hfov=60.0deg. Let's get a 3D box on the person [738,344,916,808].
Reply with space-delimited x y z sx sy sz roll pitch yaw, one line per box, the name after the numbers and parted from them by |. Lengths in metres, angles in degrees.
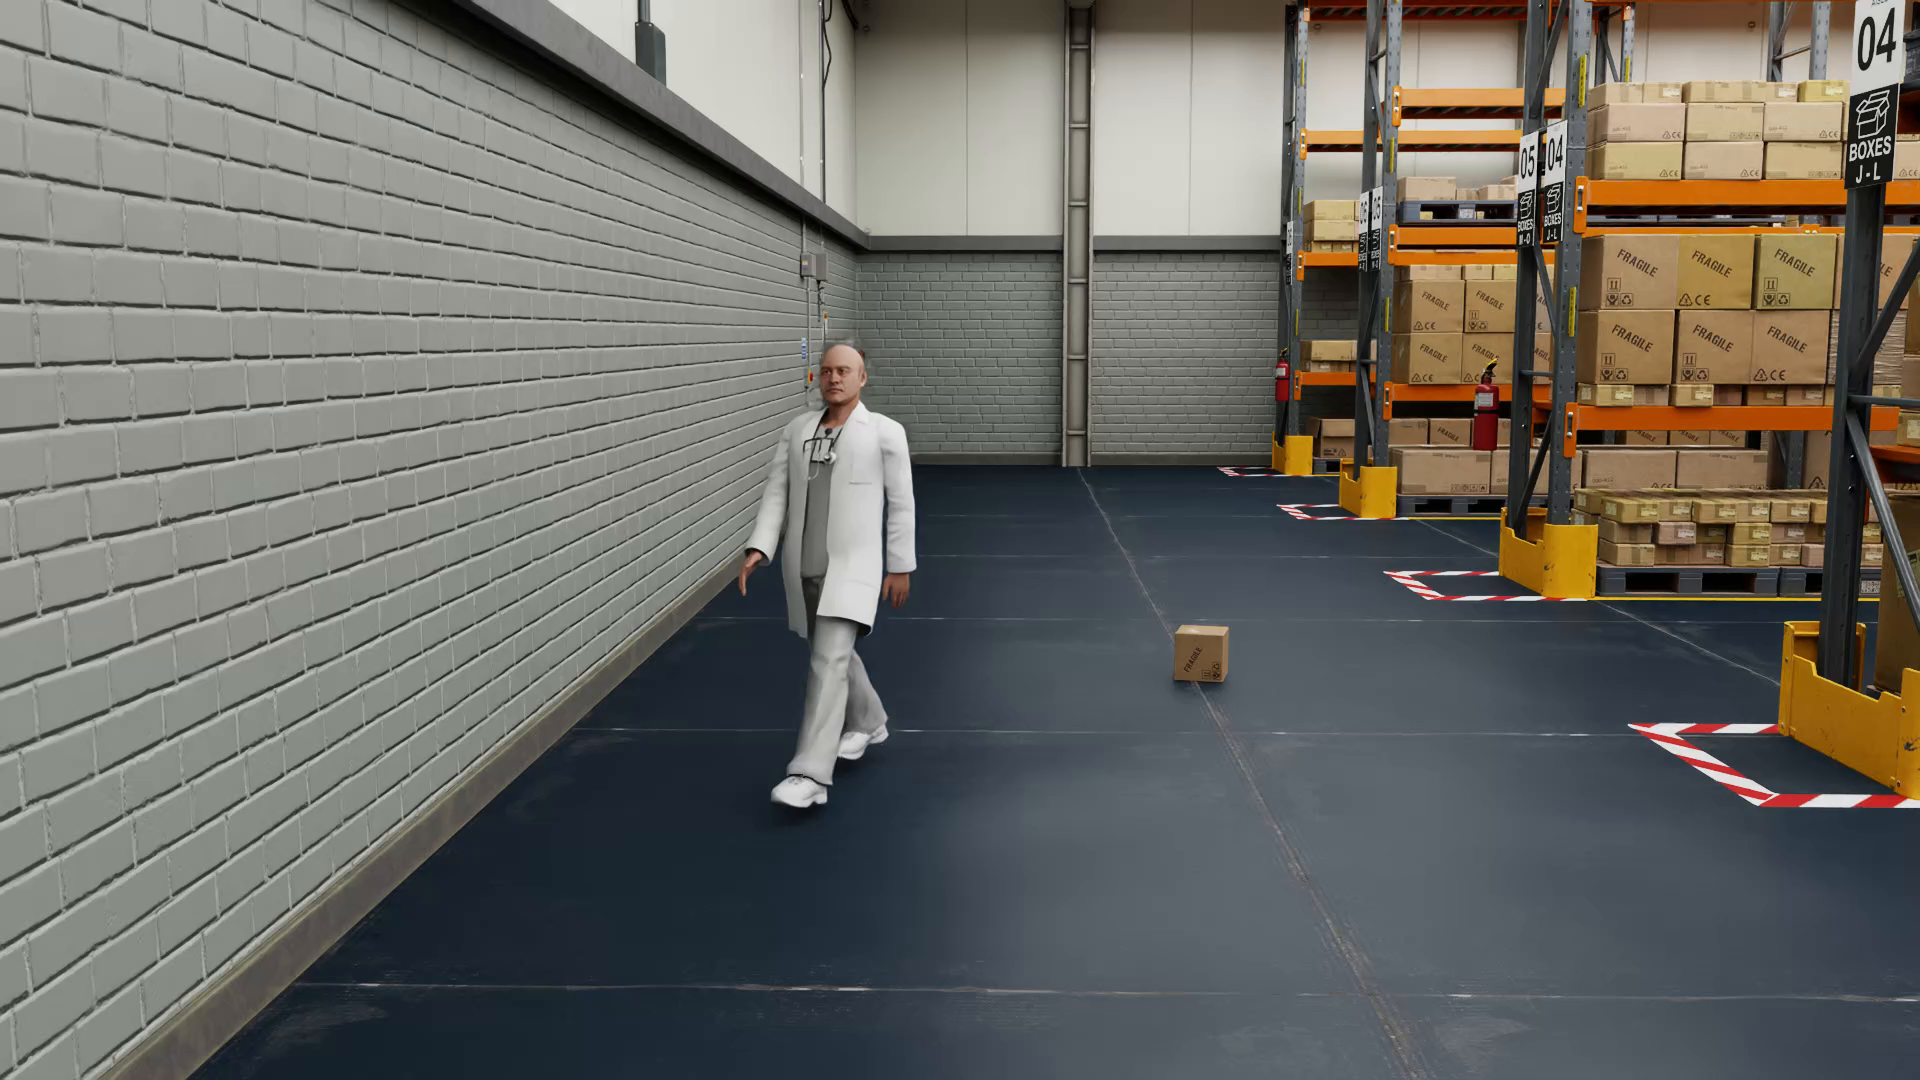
-0.531 0.106 6.469 0.566 1.720 1.119 4 8 27 | person
